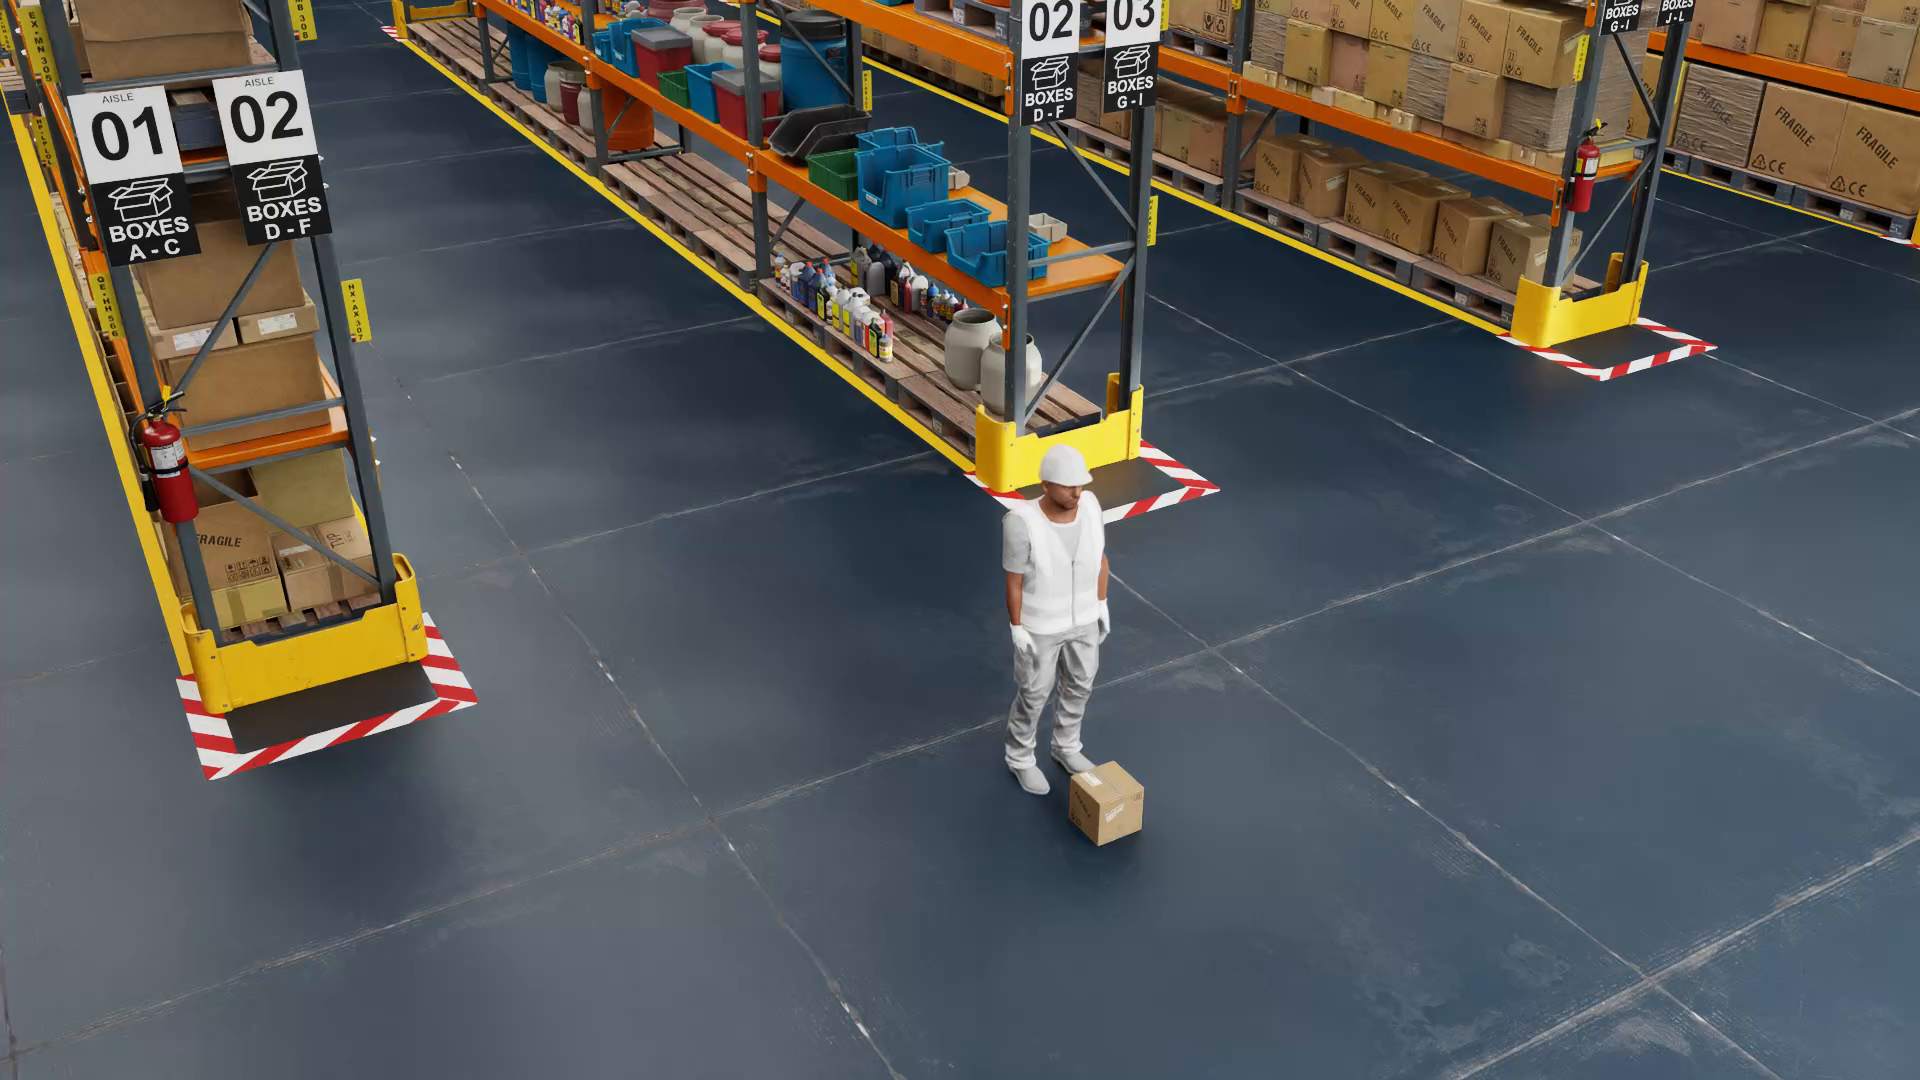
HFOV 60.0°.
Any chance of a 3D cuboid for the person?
[{"bbox_3d":[0.465,0.369,7.877,0.546,1.782,0.355,-15,32,-25],"label":"person"}]
